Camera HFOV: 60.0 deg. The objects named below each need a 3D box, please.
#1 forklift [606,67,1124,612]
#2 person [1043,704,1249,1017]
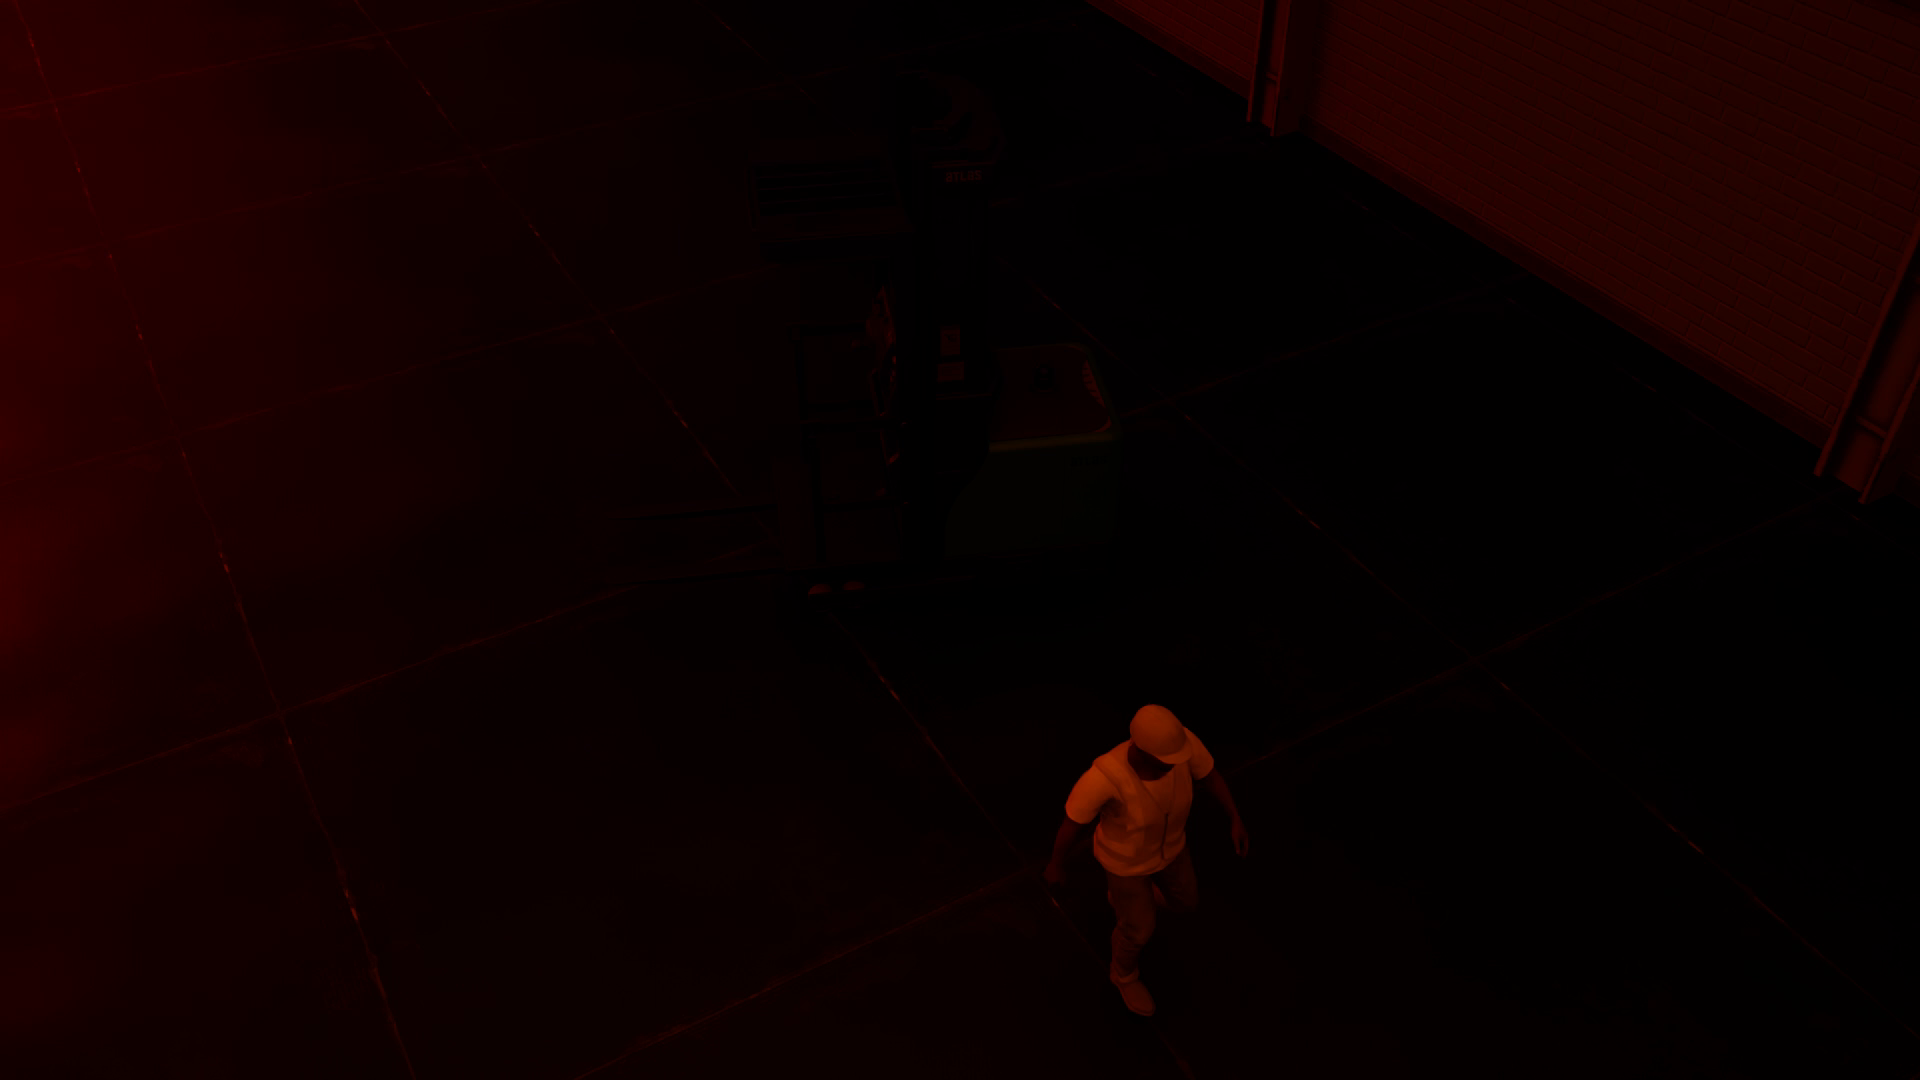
[{"bbox_3d":[-0.616,-1.066,9.322,3.031,2.935,1.130,-6,40,-7],"label":"forklift"},{"bbox_3d":[0.799,1.351,7.335,0.829,1.747,0.583,-25,46,-27],"label":"person"}]
